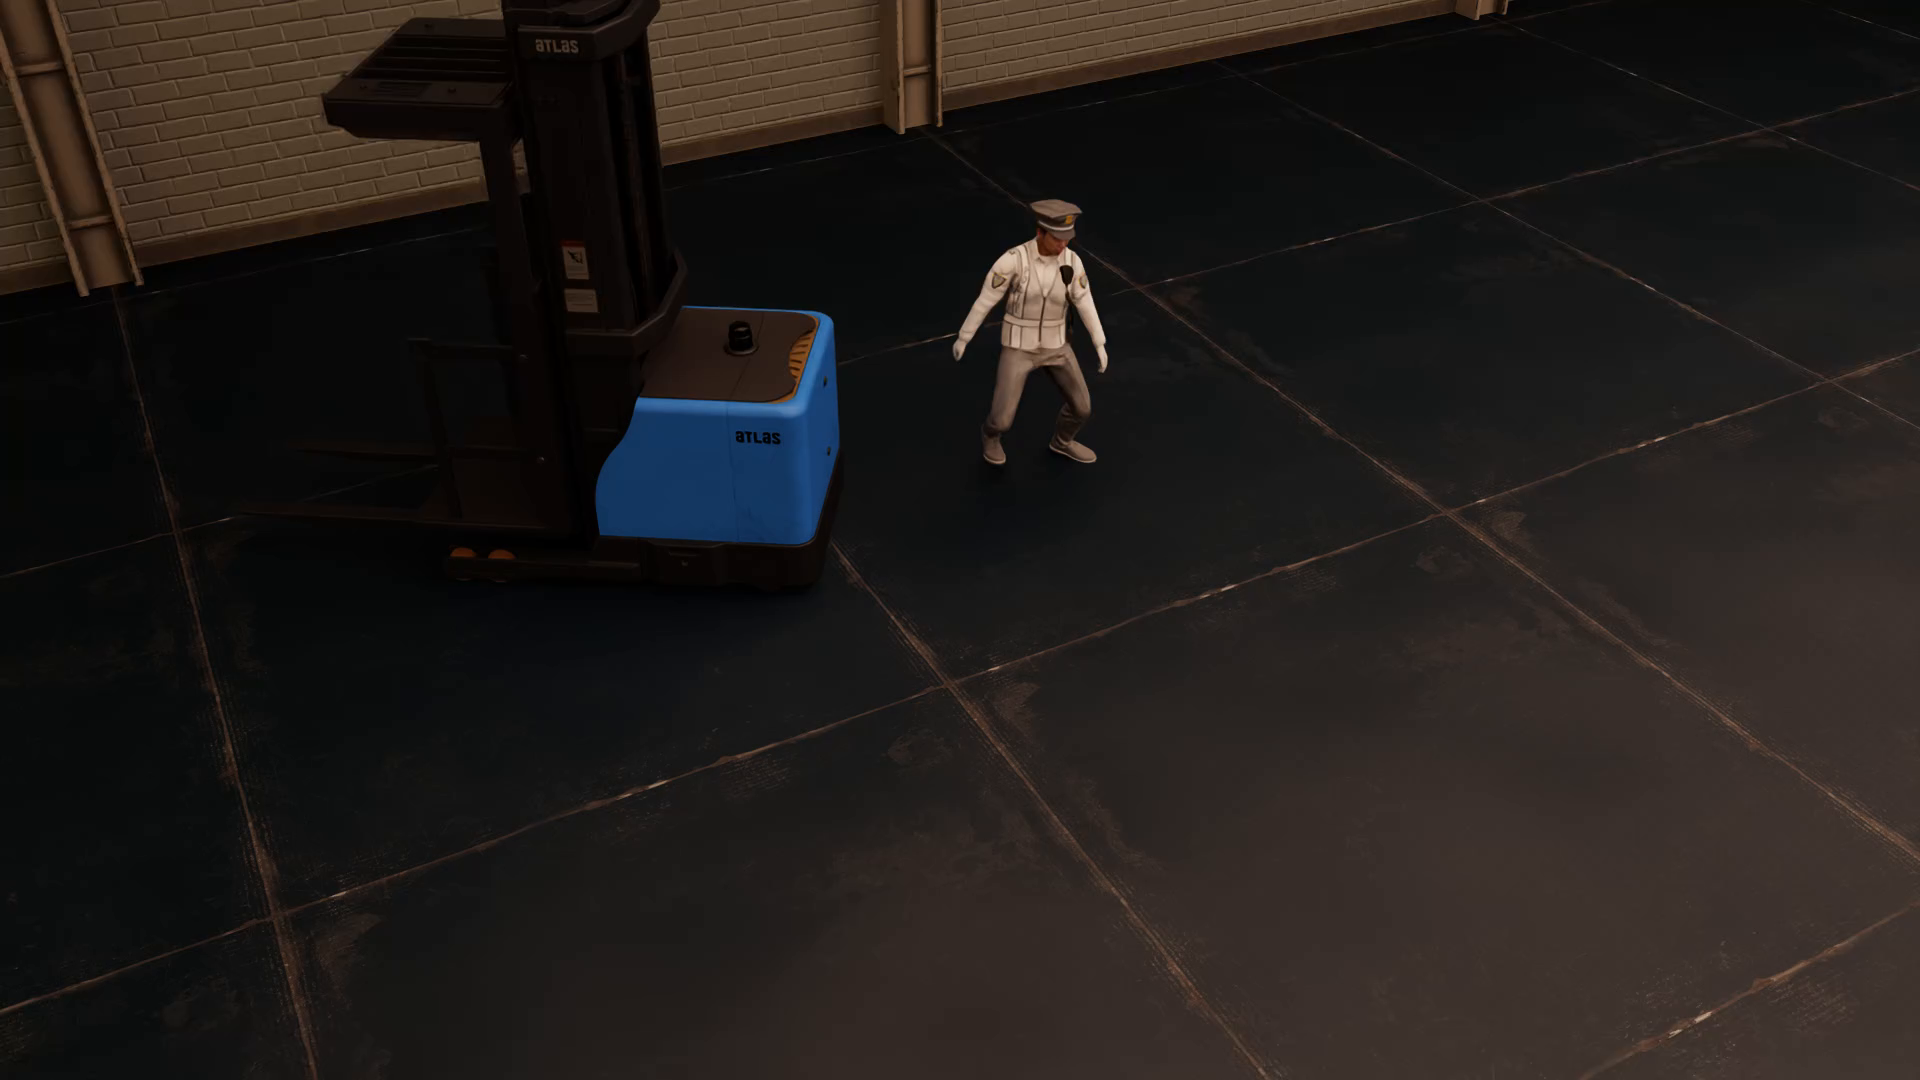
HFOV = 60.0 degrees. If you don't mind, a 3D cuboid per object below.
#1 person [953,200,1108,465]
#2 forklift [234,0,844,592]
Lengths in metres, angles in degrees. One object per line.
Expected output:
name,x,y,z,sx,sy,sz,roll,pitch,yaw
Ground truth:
person,0.373,-1.041,8.780,0.817,1.587,0.460,-6,36,-8
forklift,-2.173,-1.282,7.937,3.031,2.935,1.130,3,35,4
